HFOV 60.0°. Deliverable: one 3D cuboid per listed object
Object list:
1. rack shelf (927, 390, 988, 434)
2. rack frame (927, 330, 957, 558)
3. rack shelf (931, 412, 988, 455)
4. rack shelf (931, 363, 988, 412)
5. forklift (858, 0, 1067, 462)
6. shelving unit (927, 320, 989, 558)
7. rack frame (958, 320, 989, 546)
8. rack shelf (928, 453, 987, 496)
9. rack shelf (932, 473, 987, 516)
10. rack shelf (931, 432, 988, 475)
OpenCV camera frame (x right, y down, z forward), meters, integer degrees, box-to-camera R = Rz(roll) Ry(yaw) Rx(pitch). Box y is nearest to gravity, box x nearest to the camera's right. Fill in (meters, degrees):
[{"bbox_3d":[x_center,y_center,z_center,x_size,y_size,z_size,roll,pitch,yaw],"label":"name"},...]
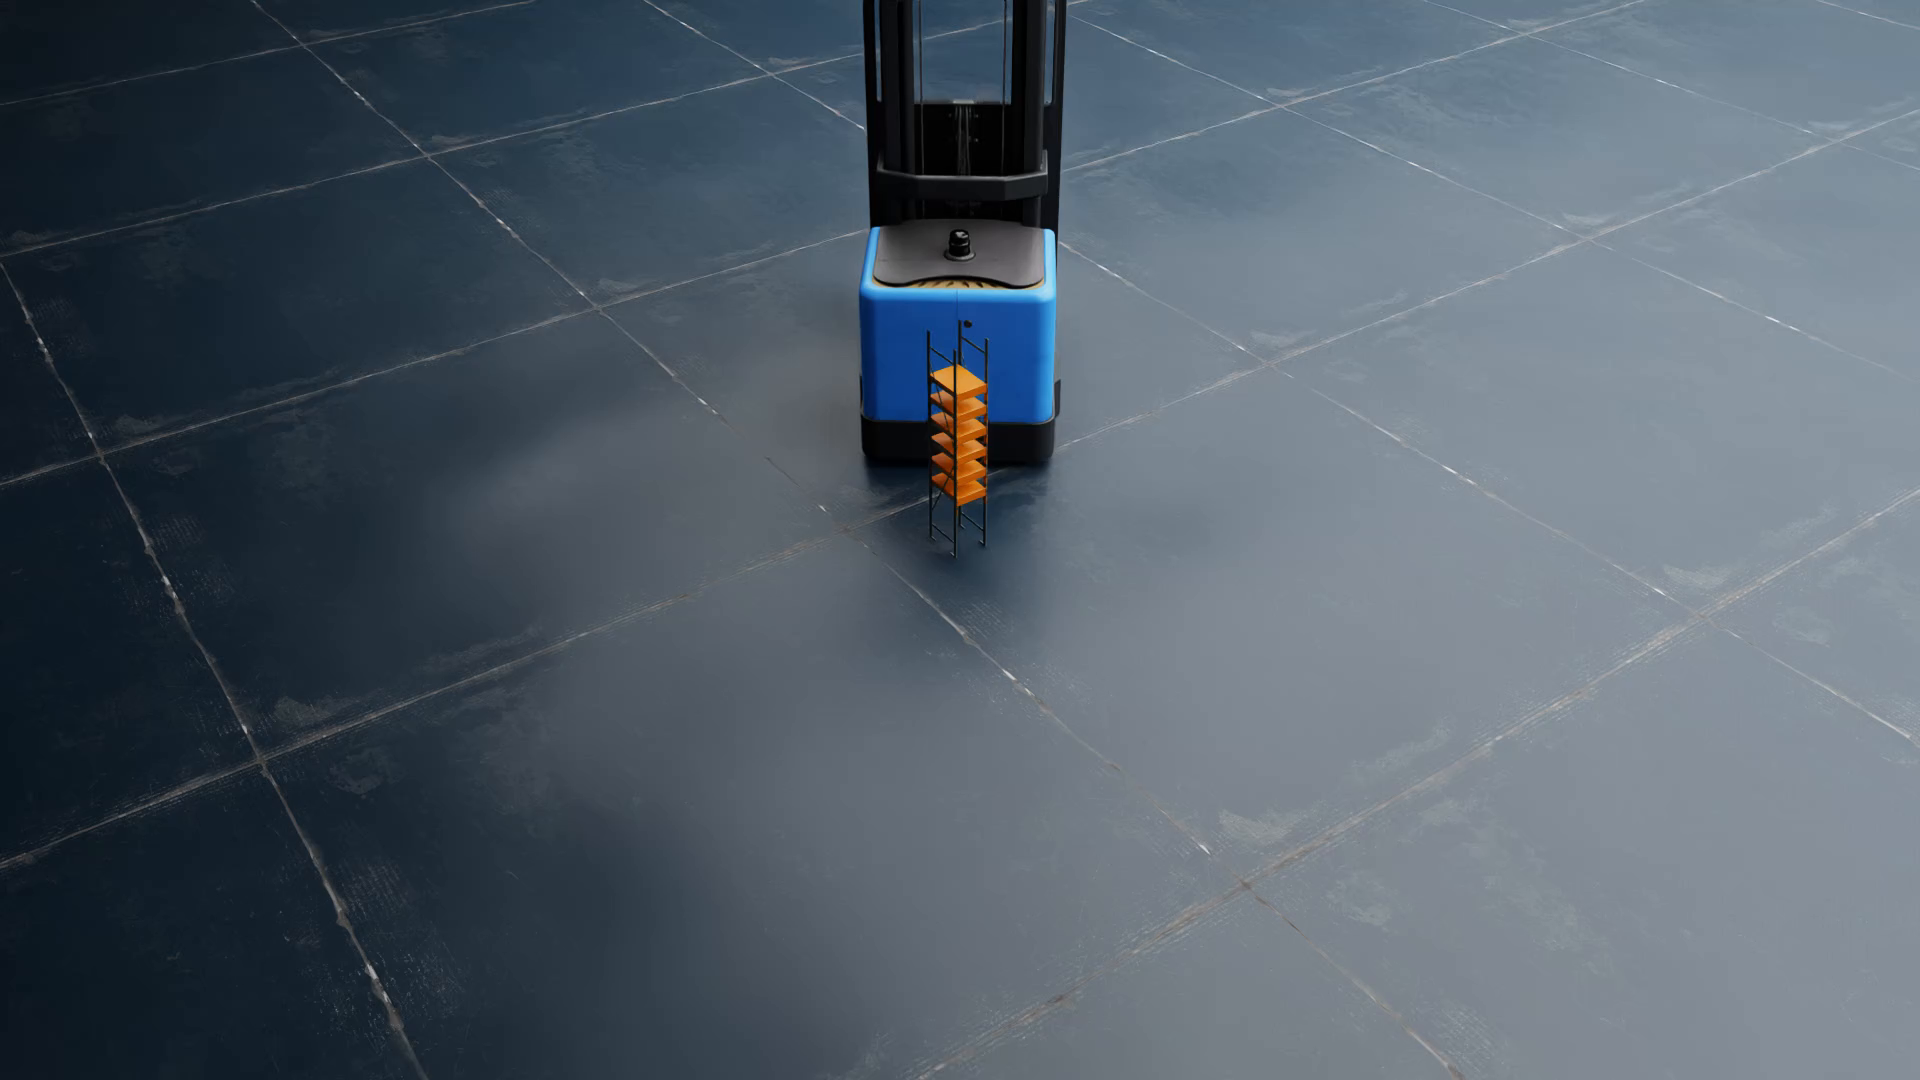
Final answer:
[{"bbox_3d":[-0.012,-0.641,8.092,0.180,0.103,0.258,-22,41,-28],"label":"rack shelf"},{"bbox_3d":[-0.087,-0.451,8.163,0.006,1.200,0.240,-22,41,-28],"label":"rack frame"},{"bbox_3d":[-0.012,-0.544,8.162,0.180,0.103,0.258,-22,41,-28],"label":"rack shelf"},{"bbox_3d":[-0.012,-0.738,8.022,0.180,0.103,0.258,-22,41,-28],"label":"rack shelf"},{"bbox_3d":[0.034,-2.448,9.457,1.130,2.935,3.031,1,36,2],"label":"forklift"},{"bbox_3d":[-0.012,-0.482,8.206,0.189,1.200,0.258,-22,41,-28],"label":"shelving unit"},{"bbox_3d":[0.063,-0.513,8.249,0.006,1.200,0.240,-22,41,-28],"label":"rack frame"},{"bbox_3d":[-0.012,-0.349,8.302,0.180,0.103,0.258,-22,41,-28],"label":"rack shelf"},{"bbox_3d":[-0.012,-0.251,8.372,0.180,0.103,0.258,-22,41,-28],"label":"rack shelf"},{"bbox_3d":[-0.012,-0.446,8.232,0.180,0.103,0.258,-22,41,-28],"label":"rack shelf"}]
